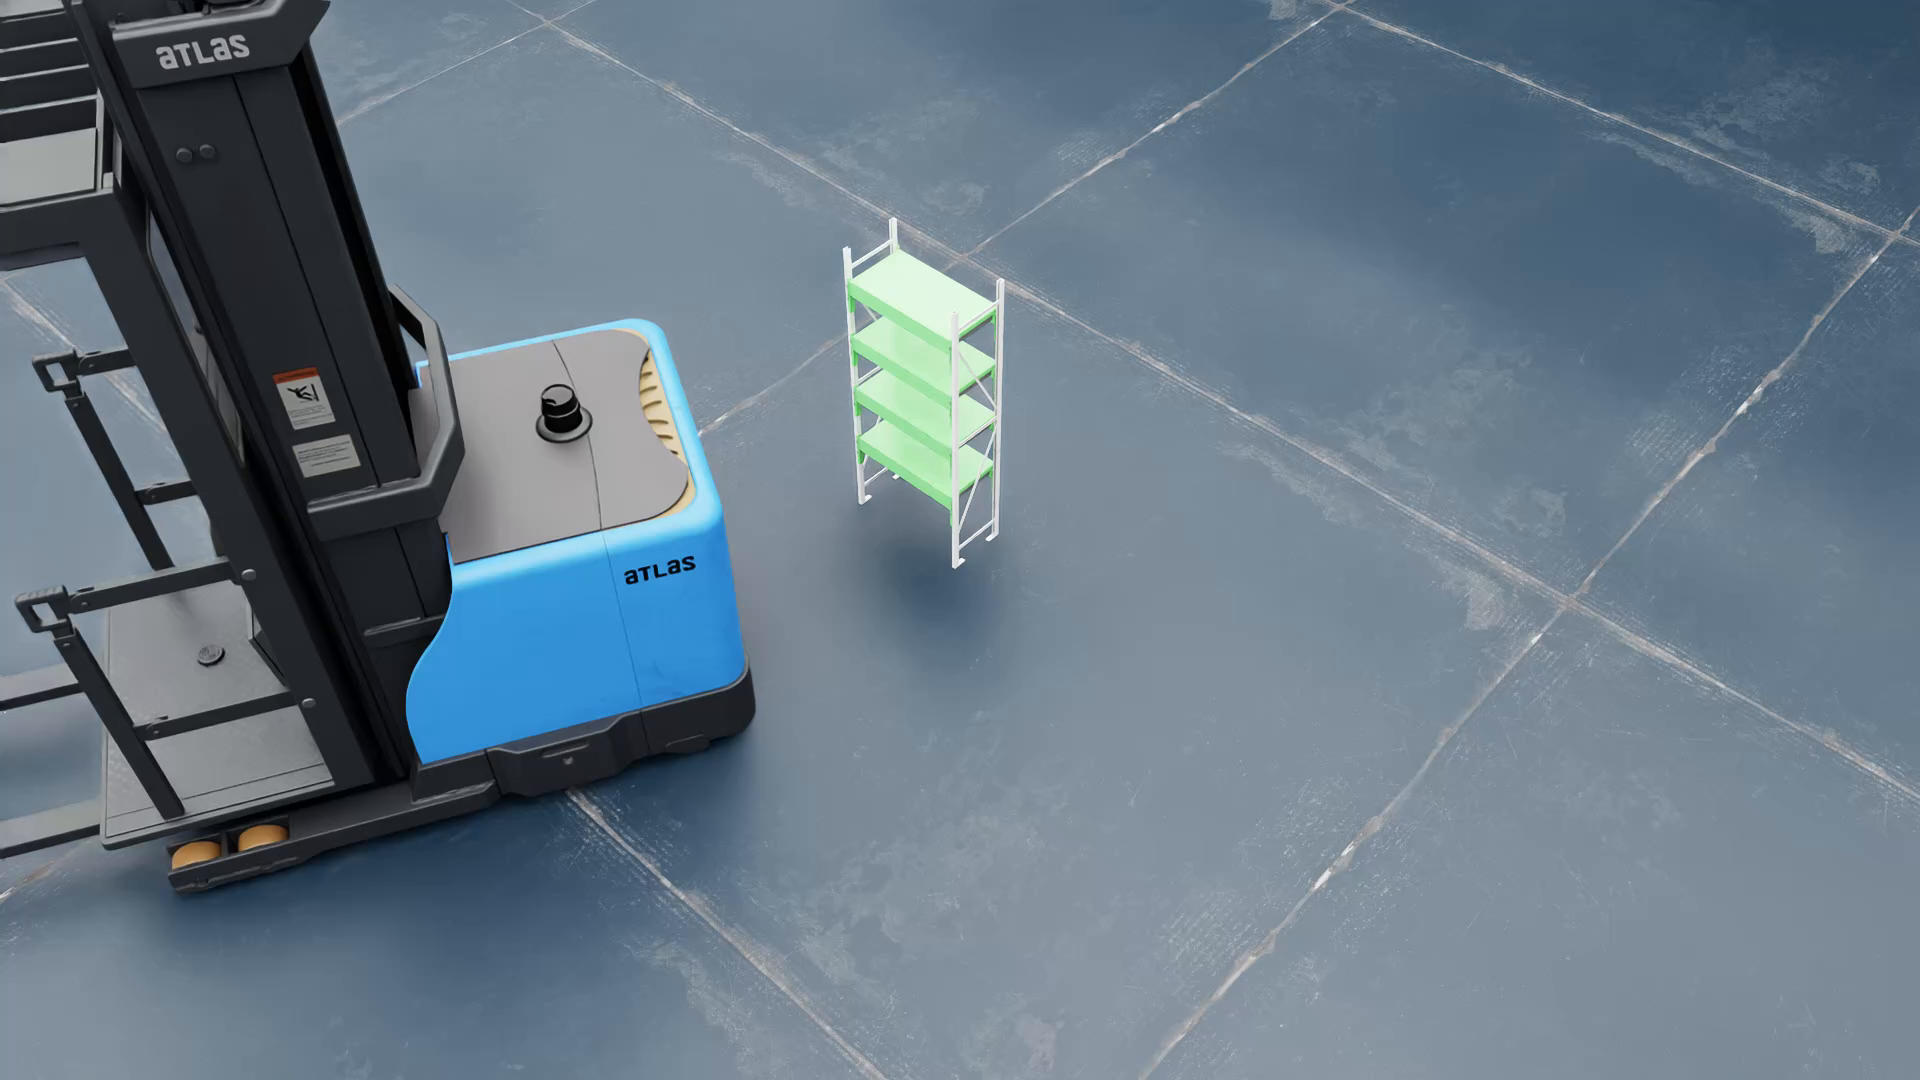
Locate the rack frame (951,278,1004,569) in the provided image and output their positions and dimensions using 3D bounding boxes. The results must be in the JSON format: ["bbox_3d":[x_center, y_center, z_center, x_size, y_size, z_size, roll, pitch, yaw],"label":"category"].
[{"bbox_3d":[0.058,-0.372,5.776,0.015,1.200,0.240,34,55,28],"label":"rack frame"}]

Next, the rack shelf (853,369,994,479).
[{"bbox_3d":[-0.122,-0.449,5.936,0.480,0.148,0.258,34,55,28],"label":"rack shelf"}]

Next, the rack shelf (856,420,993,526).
[{"bbox_3d":[-0.122,-0.285,6.111,0.480,0.148,0.258,34,55,28],"label":"rack shelf"}]

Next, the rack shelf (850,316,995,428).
[{"bbox_3d":[-0.122,-0.613,5.761,0.480,0.148,0.258,34,55,28],"label":"rack shelf"}]

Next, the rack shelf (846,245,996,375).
[{"bbox_3d":[-0.122,-0.777,5.586,0.480,0.148,0.258,34,55,28],"label":"rack shelf"}]

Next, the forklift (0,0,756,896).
[{"bbox_3d":[-2.264,-0.340,4.559,3.031,2.935,1.130,-14,48,-13],"label":"forklift"}]

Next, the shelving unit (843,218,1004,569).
[{"bbox_3d":[-0.122,-0.493,5.889,0.503,1.200,0.258,34,55,28],"label":"shelving unit"}]

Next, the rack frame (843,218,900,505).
[{"bbox_3d":[-0.301,-0.613,6.003,0.015,1.200,0.240,34,55,28],"label":"rack frame"}]
